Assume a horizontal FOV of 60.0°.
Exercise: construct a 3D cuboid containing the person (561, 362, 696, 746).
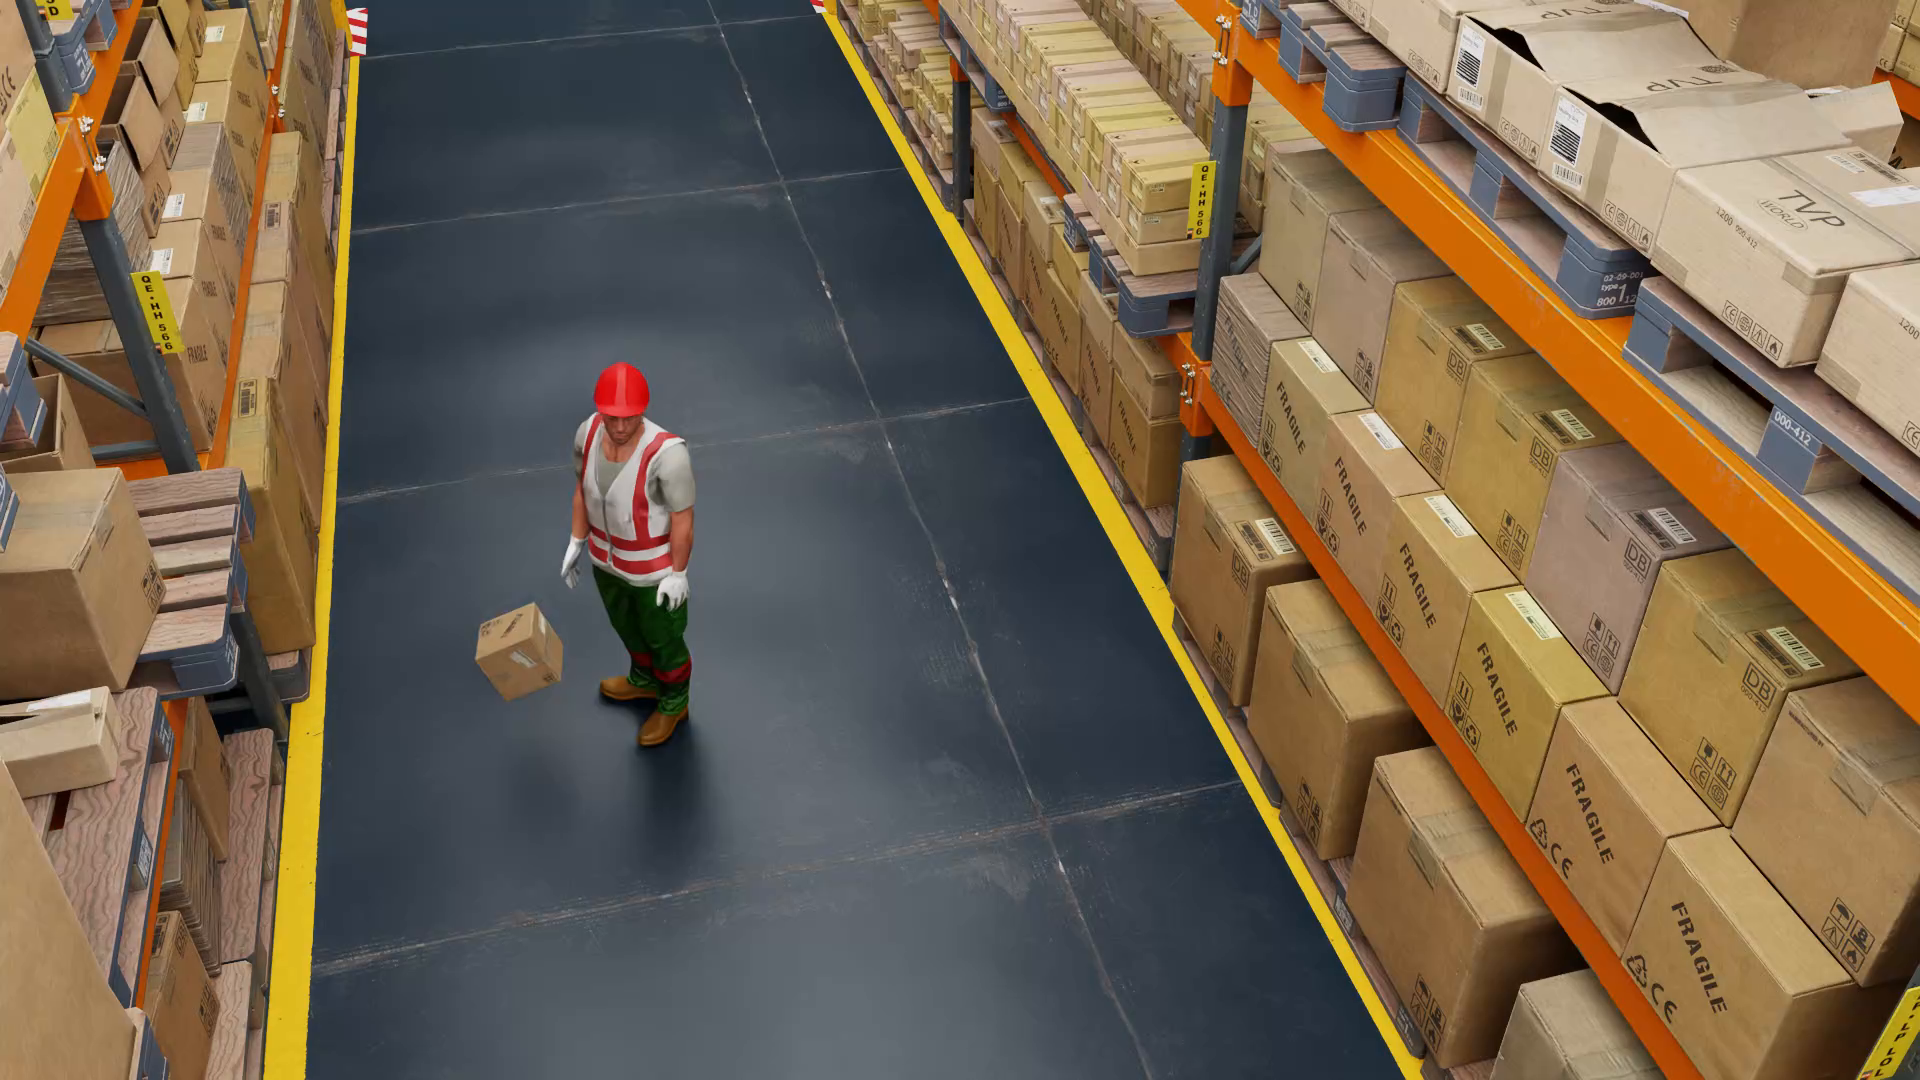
[{"bbox_3d":[-1.321,0.071,6.575,0.644,1.790,0.395,22,43,26],"label":"person"}]
